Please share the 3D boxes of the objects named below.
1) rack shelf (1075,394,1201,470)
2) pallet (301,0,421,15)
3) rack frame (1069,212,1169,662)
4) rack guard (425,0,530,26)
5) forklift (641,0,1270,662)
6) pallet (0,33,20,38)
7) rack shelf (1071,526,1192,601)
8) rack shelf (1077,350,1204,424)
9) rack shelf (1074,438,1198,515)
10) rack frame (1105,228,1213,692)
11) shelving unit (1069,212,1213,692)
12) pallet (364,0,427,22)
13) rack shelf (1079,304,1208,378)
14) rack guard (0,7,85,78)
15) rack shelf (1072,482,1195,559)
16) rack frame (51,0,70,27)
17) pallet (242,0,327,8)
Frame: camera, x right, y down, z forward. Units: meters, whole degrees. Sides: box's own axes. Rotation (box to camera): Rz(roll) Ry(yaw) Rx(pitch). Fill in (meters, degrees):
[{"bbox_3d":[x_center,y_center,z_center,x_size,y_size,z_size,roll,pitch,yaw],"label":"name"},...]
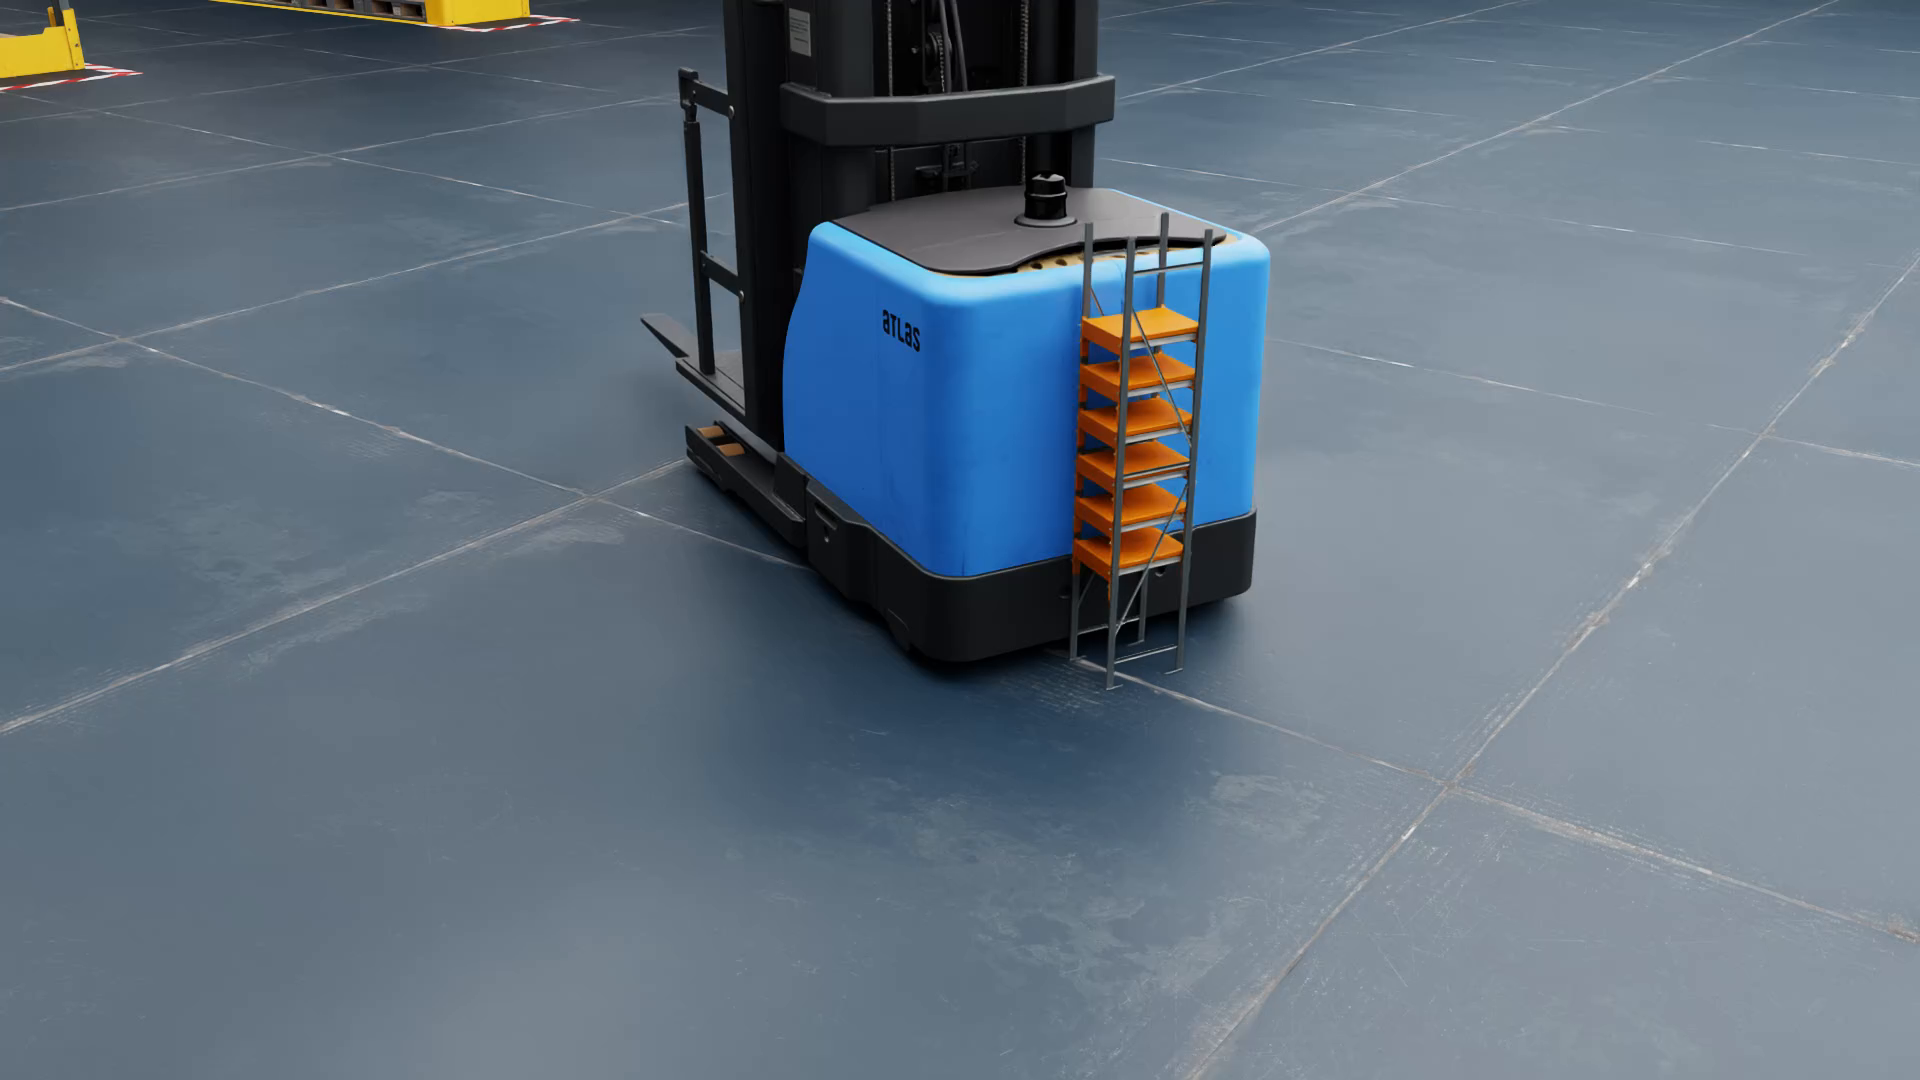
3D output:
[{"bbox_3d":[0.448,-0.275,4.195,0.258,0.103,0.180,-12,27,-25],"label":"rack shelf"},{"bbox_3d":[-6.822,-6.251,19.176,1.213,0.211,1.003,17,29,33],"label":"pallet"},{"bbox_3d":[0.405,-0.239,4.299,0.240,1.200,0.006,-12,27,-25],"label":"rack frame"},{"bbox_3d":[-5.221,-5.880,17.976,0.348,0.500,1.175,17,29,33],"label":"rack guard"},{"bbox_3d":[-0.296,-1.578,5.197,1.130,2.935,3.031,-12,27,-25],"label":"forklift"},{"bbox_3d":[-8.867,-4.333,14.823,1.213,0.211,1.003,17,29,33],"label":"pallet"},{"bbox_3d":[0.446,0.053,4.344,0.258,0.103,0.180,-12,27,-25],"label":"rack shelf"},{"bbox_3d":[0.449,-0.384,4.145,0.258,0.103,0.180,-12,27,-25],"label":"rack shelf"},{"bbox_3d":[0.448,-0.165,4.244,0.258,0.103,0.180,-12,27,-25],"label":"rack shelf"},{"bbox_3d":[0.491,-0.172,4.152,0.240,1.200,0.006,-12,27,-25],"label":"rack frame"},{"bbox_3d":[0.448,-0.206,4.226,0.258,1.200,0.189,-12,27,-25],"label":"shelving unit"},{"bbox_3d":[-5.850,-5.956,18.506,1.213,0.211,1.003,17,29,33],"label":"pallet"},{"bbox_3d":[0.450,-0.493,4.095,0.258,0.103,0.180,-12,27,-25],"label":"rack shelf"},{"bbox_3d":[-8.220,-4.267,14.315,0.348,0.500,1.175,17,29,33],"label":"rack guard"},{"bbox_3d":[0.447,-0.056,4.294,0.258,0.103,0.180,-12,27,-25],"label":"rack shelf"},{"bbox_3d":[-8.131,-5.408,13.803,0.127,3.000,1.000,17,29,33],"label":"rack frame"},{"bbox_3d":[-7.803,-6.546,19.845,1.213,0.211,1.003,17,29,33],"label":"pallet"}]
